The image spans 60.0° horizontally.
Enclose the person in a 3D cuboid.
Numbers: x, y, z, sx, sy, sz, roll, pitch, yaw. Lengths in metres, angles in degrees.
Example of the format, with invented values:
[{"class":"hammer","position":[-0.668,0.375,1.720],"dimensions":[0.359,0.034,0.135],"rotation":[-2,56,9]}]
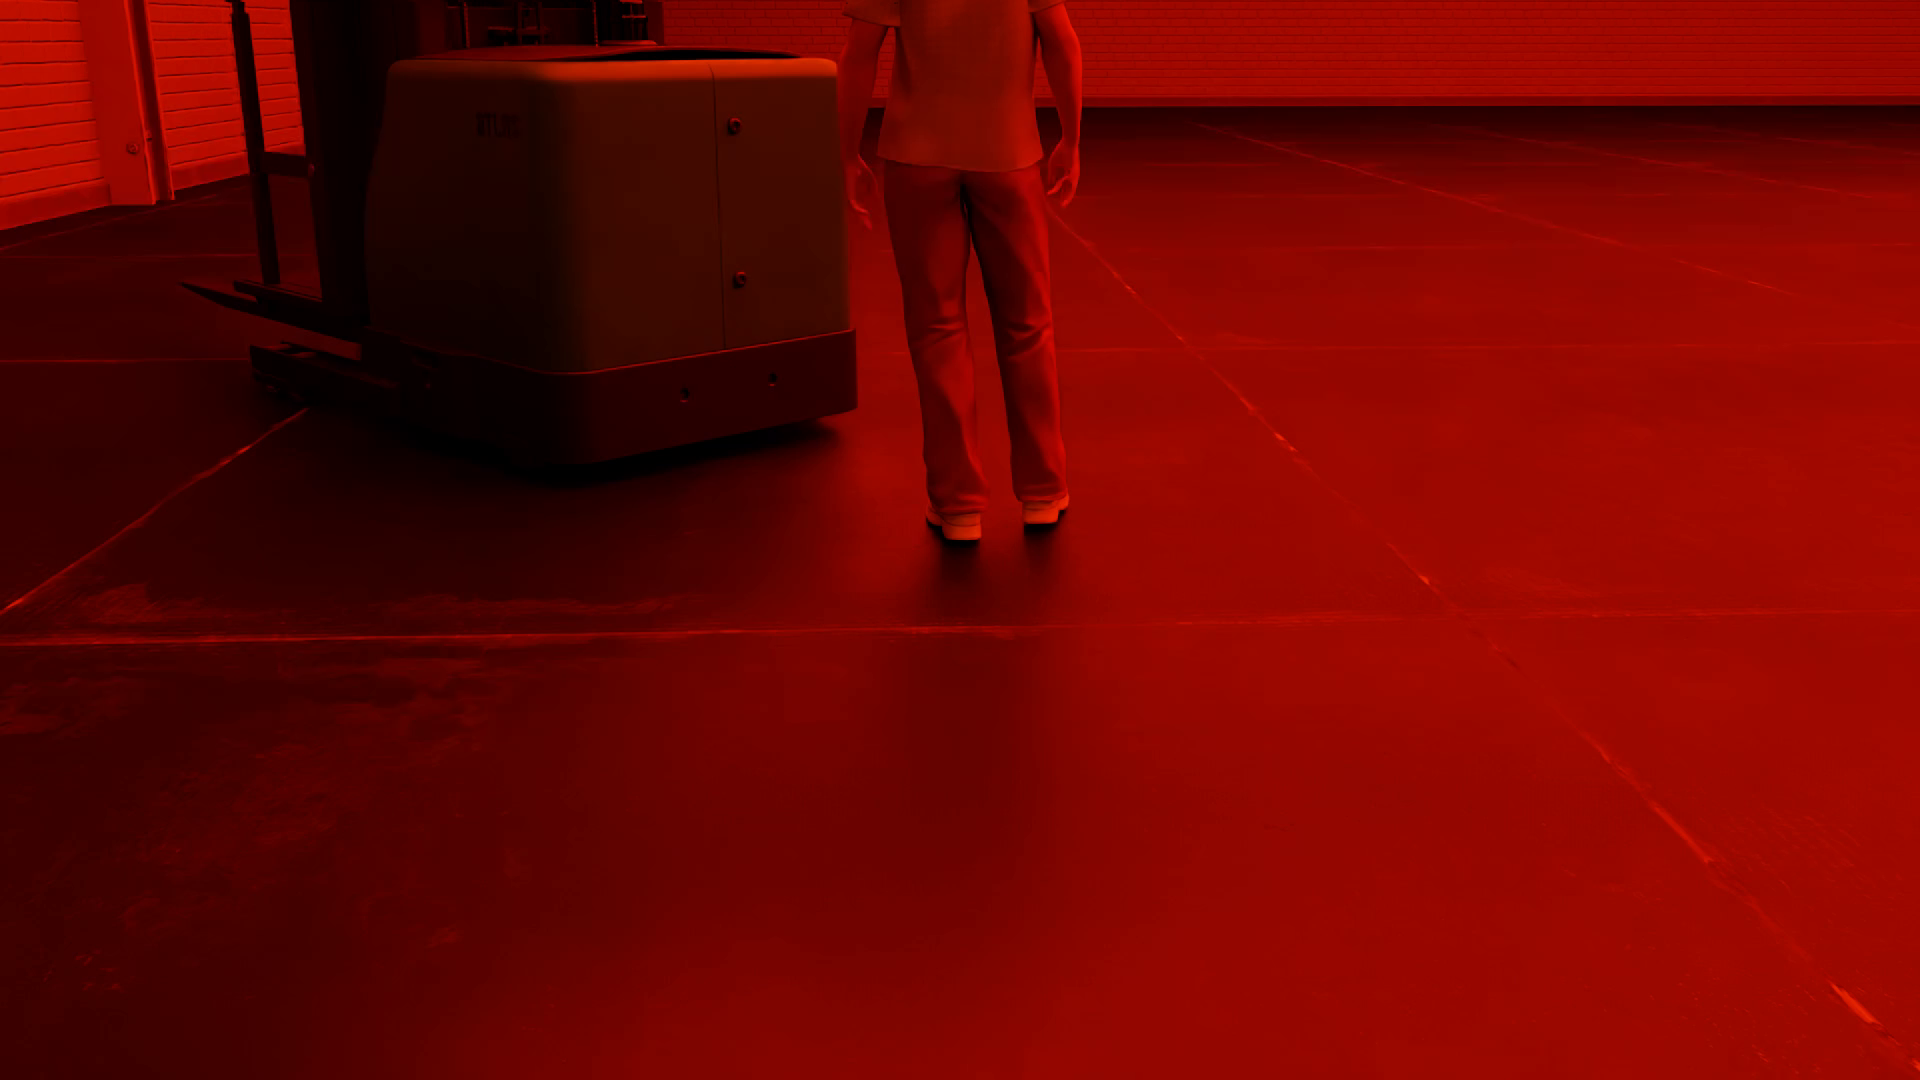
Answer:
[{"class":"person","position":[0.007,-0.830,3.742],"dimensions":[0.555,1.674,0.548],"rotation":[-1,17,-3]}]

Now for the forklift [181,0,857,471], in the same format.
[{"class":"forklift","position":[-1.700,-1.937,5.240],"dimensions":[1.130,2.935,3.031],"rotation":[-16,23,-42]}]
